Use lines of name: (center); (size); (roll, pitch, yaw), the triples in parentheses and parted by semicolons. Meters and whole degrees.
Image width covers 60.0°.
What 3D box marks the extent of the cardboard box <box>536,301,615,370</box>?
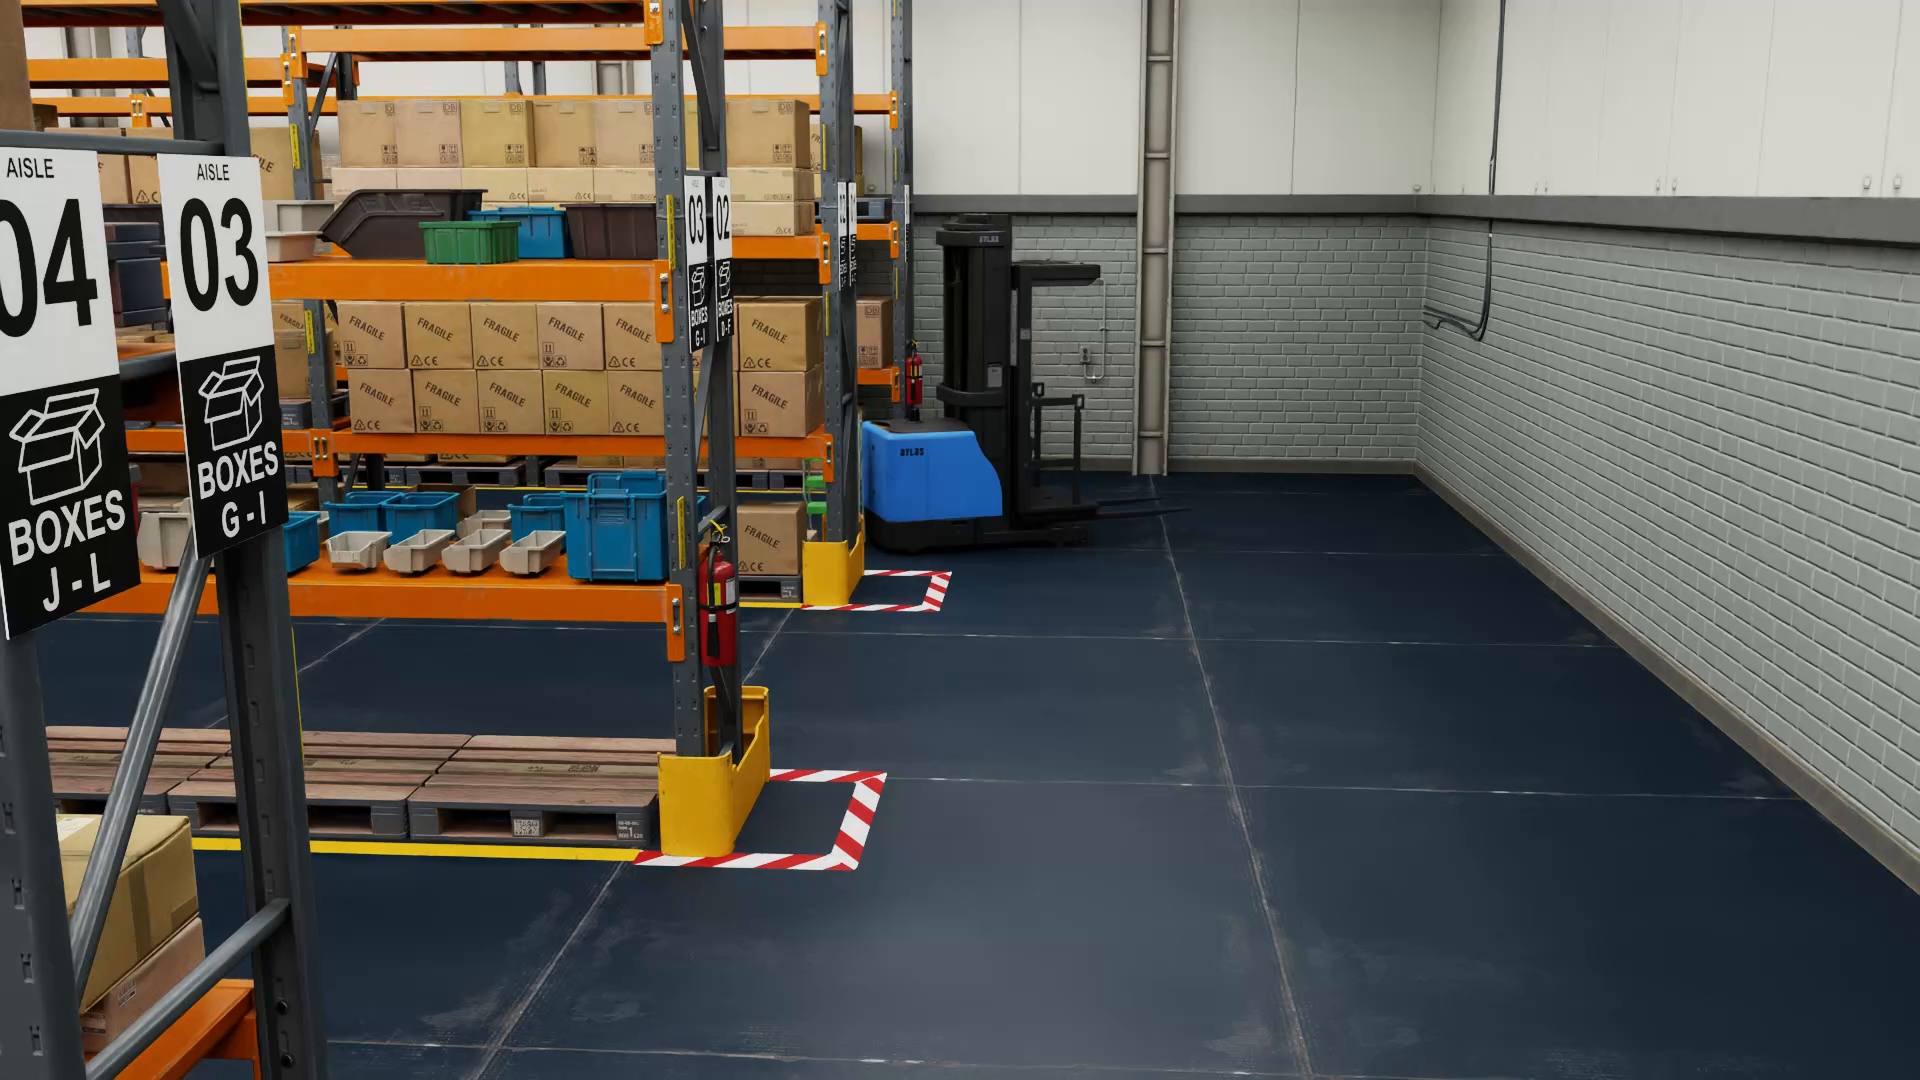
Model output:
cardboard box: (-2.926, -1.584, 12.812); (0.500, 0.500, 0.500); (1, 12, 6)

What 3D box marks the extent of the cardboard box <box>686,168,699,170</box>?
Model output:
cardboard box: (-1.958, -2.677, 12.543); (0.500, 0.250, 0.500); (1, 12, 4)

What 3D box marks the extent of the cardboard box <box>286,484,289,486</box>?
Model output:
cardboard box: (-5.920, -0.184, 13.835); (0.500, 0.500, 0.500); (1, 12, 5)

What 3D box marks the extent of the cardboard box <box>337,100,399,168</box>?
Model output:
cardboard box: (-4.433, -3.139, 12.916); (0.500, 0.500, 0.700); (1, 12, 4)

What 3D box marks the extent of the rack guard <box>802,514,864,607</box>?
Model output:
rack guard: (-1.005, 0.146, 13.330); (0.348, 0.500, 1.175); (1, 12, 4)

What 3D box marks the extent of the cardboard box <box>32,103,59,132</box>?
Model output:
cardboard box: (-7.459, -3.171, 13.071); (0.500, 0.500, 0.500); (1, 12, 4)

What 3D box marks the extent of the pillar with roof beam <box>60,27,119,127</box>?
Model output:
pillar with roof beam: (-10.111, -4.449, 14.541); (0.400, 9.000, 9.100); (1, 12, 4)

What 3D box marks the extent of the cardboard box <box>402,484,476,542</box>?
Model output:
cardboard box: (-4.333, -0.173, 13.781); (0.500, 0.500, 0.500); (1, 12, 4)

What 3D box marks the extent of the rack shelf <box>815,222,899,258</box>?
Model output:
rack shelf: (-2.598, -3.232, 17.804); (4.000, 0.370, 1.077); (1, 12, 4)

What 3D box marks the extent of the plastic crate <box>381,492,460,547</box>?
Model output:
plastic crate: (-2.802, -0.100, 8.666); (0.300, 0.233, 0.416); (1, 12, 4)

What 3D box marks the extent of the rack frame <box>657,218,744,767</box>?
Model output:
rack frame: (-1.264, -0.064, 8.232); (0.127, 3.000, 1.000); (1, 12, 4)

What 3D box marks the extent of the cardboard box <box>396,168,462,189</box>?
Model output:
cardboard box: (-3.953, -2.707, 12.682); (0.500, 0.250, 0.500); (1, 12, 4)

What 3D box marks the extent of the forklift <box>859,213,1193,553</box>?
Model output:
forklift: (0.644, -1.478, 15.159); (3.031, 2.935, 1.130); (-4, 12, -18)

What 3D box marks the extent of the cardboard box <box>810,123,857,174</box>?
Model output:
cardboard box: (-1.351, -4.059, 17.267); (0.500, 0.500, 0.500); (1, 12, 4)

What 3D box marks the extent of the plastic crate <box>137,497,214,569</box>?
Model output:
plastic crate: (-3.744, -0.032, 8.219); (0.530, 0.282, 0.437); (1, 12, 4)

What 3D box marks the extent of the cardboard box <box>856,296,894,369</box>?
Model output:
cardboard box: (-1.112, -2.240, 17.900); (0.700, 0.700, 0.980); (1, 12, 6)

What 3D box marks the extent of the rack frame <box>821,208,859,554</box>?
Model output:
rack frame: (-0.929, -1.076, 13.069); (0.127, 3.000, 1.000); (1, 12, 4)

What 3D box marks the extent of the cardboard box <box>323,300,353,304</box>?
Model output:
cardboard box: (-6.603, -2.691, 17.939); (0.500, 0.250, 0.500); (1, 12, 3)

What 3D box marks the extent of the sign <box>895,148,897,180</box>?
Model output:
sign: (-0.652, -3.840, 16.988); (0.005, 0.325, 0.100); (1, 12, 4)

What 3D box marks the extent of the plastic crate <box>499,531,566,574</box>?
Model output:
plastic crate: (-2.090, 0.061, 8.129); (0.243, 0.136, 0.396); (1, 12, 4)

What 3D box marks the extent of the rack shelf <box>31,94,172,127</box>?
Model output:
rack shelf: (-10.580, -4.614, 18.061); (4.000, 0.370, 1.077); (1, 12, 4)

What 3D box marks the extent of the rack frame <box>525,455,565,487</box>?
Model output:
rack frame: (-4.593, -2.143, 18.169); (0.127, 3.000, 1.000); (1, 12, 4)

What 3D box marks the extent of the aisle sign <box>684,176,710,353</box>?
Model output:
aisle sign: (-1.212, -1.276, 7.675); (0.004, 0.787, 0.394); (1, 12, 4)

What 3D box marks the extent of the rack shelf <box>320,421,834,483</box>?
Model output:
rack shelf: (-2.925, -0.751, 13.273); (4.000, 0.370, 1.077); (1, 12, 4)

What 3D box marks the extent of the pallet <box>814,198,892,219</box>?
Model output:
pallet: (-1.343, -3.521, 17.647); (1.213, 0.211, 1.003); (1, 12, 4)

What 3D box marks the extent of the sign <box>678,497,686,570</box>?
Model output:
sign: (-1.285, -0.032, 7.677); (0.005, 0.325, 0.100); (1, 12, 4)

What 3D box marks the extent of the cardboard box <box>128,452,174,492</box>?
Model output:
cardboard box: (-6.885, -0.567, 13.832); (0.500, 0.250, 0.500); (1, 12, 3)

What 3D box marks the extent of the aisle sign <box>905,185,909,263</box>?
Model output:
aisle sign: (-0.550, -3.298, 17.343); (0.004, 0.787, 0.394); (1, 12, 4)

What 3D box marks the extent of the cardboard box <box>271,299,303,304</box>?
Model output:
cardboard box: (-7.113, -2.697, 17.966); (0.500, 0.250, 0.500); (1, 12, 4)

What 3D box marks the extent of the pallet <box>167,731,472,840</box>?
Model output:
pallet: (-3.298, 1.264, 8.691); (1.213, 0.211, 1.003); (1, 12, 4)

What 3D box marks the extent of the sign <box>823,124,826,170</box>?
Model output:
sign: (-0.986, -2.865, 12.130); (0.005, 0.325, 0.100); (1, 12, 4)

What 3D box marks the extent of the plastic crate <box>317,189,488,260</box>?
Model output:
plastic crate: (-2.770, -1.579, 8.299); (0.767, 0.338, 0.504); (1, 12, 4)

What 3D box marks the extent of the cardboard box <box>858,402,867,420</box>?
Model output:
cardboard box: (-1.169, -1.416, 18.189); (0.250, 0.149, 0.380); (1, 12, 4)

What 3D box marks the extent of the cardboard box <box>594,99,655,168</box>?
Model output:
cardboard box: (-2.442, -3.096, 12.710); (0.500, 0.500, 0.700); (1, 12, 4)

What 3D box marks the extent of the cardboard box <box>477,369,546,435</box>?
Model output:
cardboard box: (-3.420, -1.104, 12.955); (0.500, 0.500, 0.500); (1, 12, 3)

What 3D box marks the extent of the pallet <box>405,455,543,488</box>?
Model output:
pallet: (-5.368, -0.773, 18.431); (1.213, 0.211, 1.003); (1, 12, 4)

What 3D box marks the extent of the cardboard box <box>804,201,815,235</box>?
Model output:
cardboard box: (-1.425, -2.530, 13.059); (0.500, 0.250, 0.500); (1, 12, 4)

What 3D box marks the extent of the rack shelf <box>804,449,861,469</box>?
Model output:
rack shelf: (-1.142, -0.727, 14.936); (0.480, 0.148, 0.258); (2, 12, 7)

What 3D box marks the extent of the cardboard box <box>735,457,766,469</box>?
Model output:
cardboard box: (-2.308, -1.073, 18.133); (0.500, 0.500, 0.700); (0, 12, 2)

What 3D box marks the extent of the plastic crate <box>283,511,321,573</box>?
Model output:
plastic crate: (-3.330, 0.013, 8.126); (0.300, 0.233, 0.416); (1, 12, 4)

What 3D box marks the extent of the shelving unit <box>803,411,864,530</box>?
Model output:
shelving unit: (-1.142, -0.555, 14.972); (0.503, 1.200, 0.258); (2, 12, 7)

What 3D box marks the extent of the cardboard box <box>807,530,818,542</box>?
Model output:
cardboard box: (-1.324, 0.028, 13.679); (0.250, 0.149, 0.380); (1, 12, 4)

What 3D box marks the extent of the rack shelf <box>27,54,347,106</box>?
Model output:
rack shelf: (-6.916, -3.547, 12.962); (4.000, 0.370, 1.077); (1, 12, 4)

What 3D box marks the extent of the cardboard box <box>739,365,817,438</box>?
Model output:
cardboard box: (-1.394, -1.076, 12.822); (0.500, 0.500, 0.500); (1, 12, 5)

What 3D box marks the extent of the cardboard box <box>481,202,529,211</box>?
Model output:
cardboard box: (-3.454, -2.454, 12.695); (0.500, 0.250, 0.500); (1, 12, 4)

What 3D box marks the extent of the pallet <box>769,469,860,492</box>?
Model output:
pallet: (-1.405, -0.718, 18.168); (1.213, 0.211, 1.003); (1, 12, 4)

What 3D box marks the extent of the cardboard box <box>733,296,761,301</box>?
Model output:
cardboard box: (-1.877, -1.680, 13.270); (0.500, 0.500, 0.500); (1, 12, 4)

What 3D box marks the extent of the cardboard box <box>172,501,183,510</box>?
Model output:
cardboard box: (-5.925, -0.079, 13.334); (0.500, 0.500, 0.500); (1, 12, 4)

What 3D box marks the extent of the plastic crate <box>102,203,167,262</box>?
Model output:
plastic crate: (-4.034, -1.450, 7.850); (0.590, 0.269, 0.497); (1, 12, 4)

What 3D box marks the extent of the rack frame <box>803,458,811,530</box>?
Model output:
rack frame: (-1.383, -0.562, 15.004); (0.015, 1.200, 0.240); (2, 12, 7)
